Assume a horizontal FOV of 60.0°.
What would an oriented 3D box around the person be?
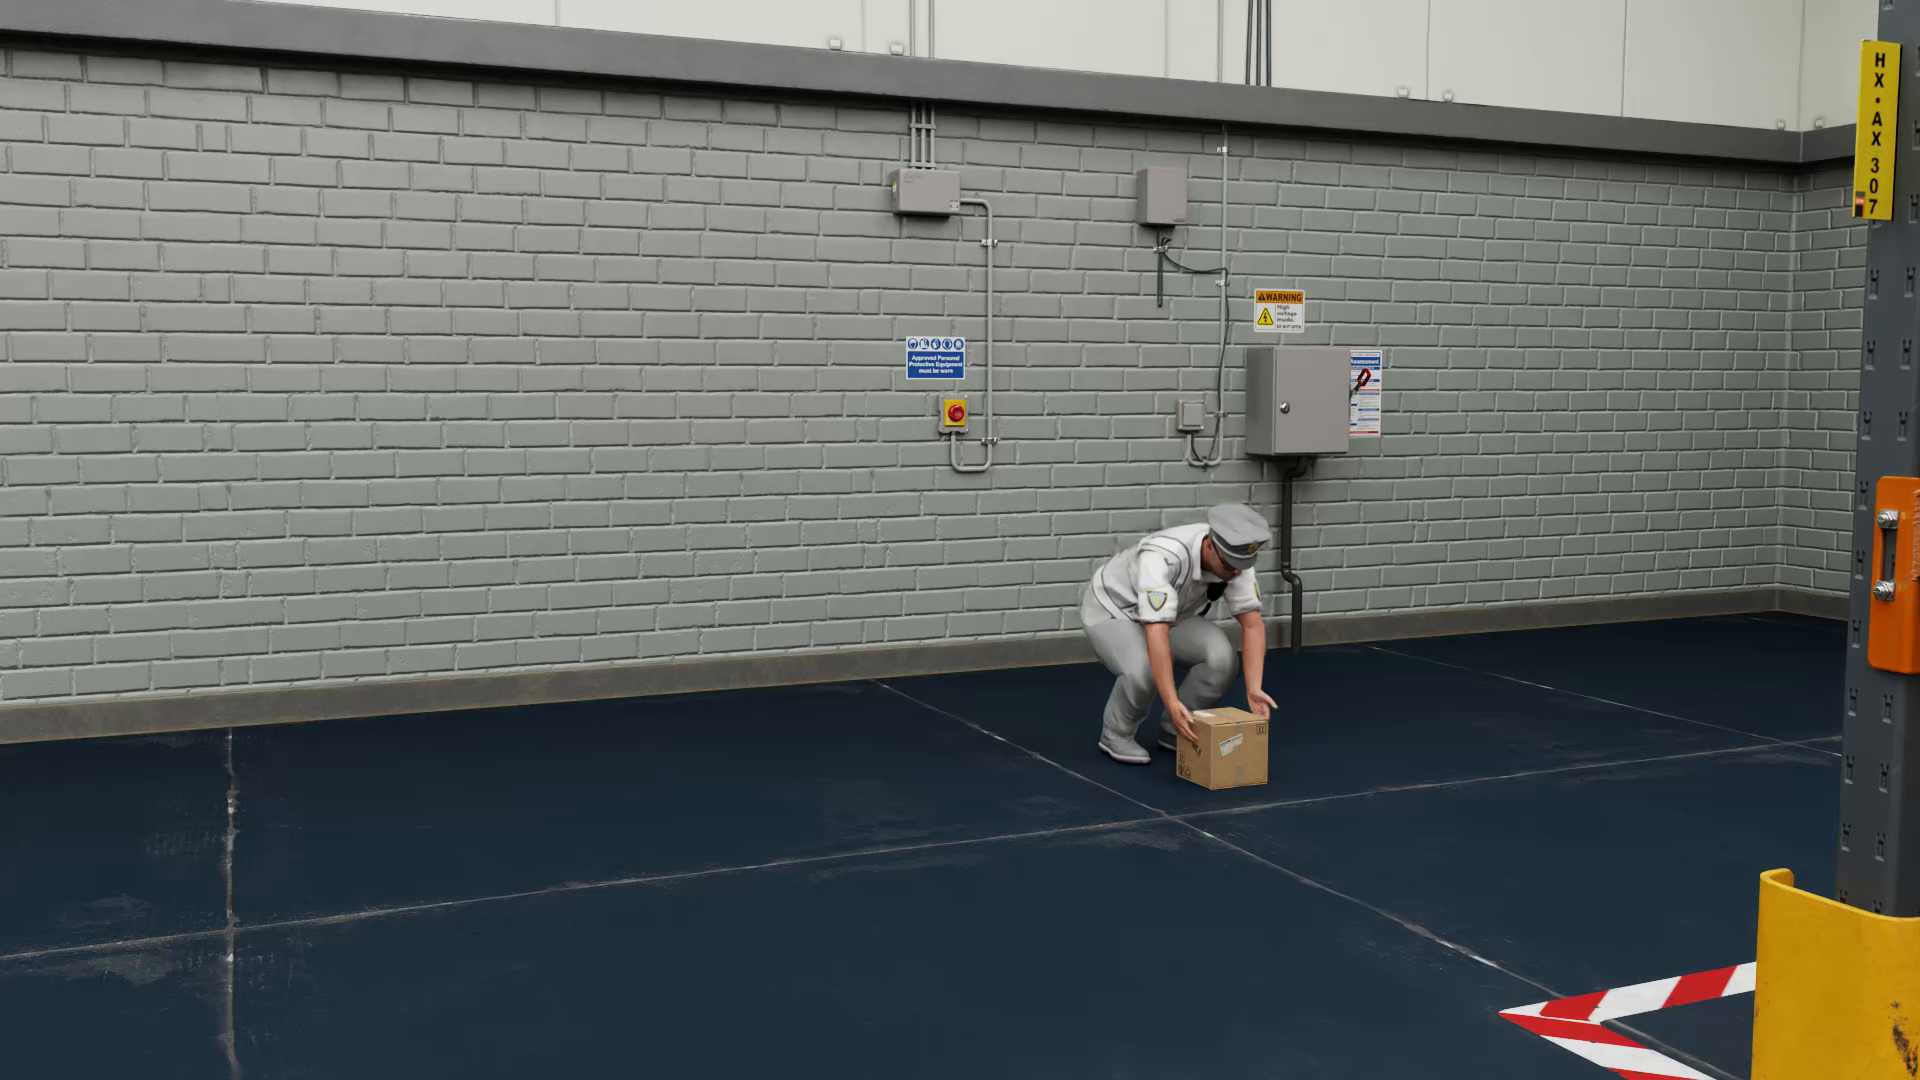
[{"bbox_3d":[0.874,0.363,6.620,0.571,1.052,0.938,-2,6,-24],"label":"person"}]
